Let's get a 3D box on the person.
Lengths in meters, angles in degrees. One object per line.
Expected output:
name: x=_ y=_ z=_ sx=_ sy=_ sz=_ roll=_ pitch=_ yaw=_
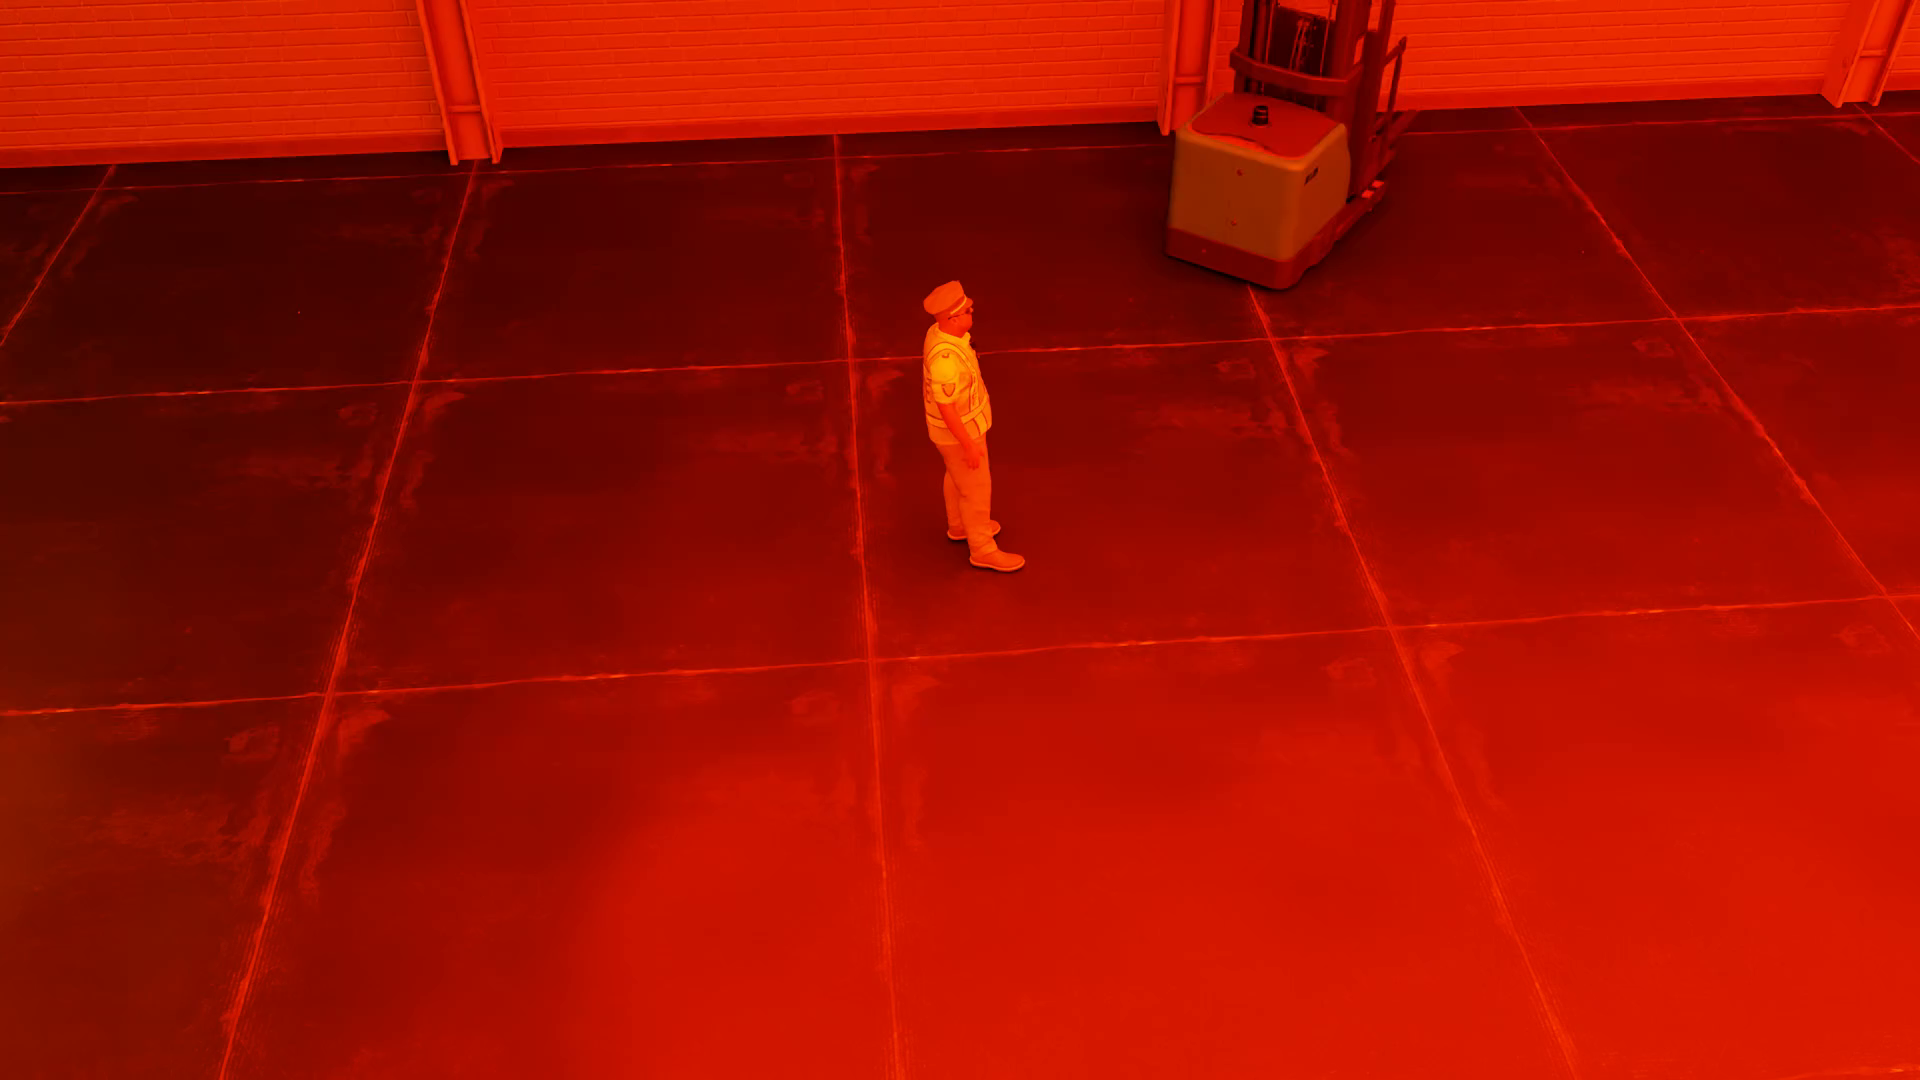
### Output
person: x=0.078 y=-0.678 z=9.606 sx=0.575 sy=1.778 sz=0.640 roll=-3 pitch=41 yaw=-4

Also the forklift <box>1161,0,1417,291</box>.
forklift: x=2.763 y=-3.870 z=12.463 sx=1.130 sy=2.935 sz=3.031 roll=23 pitch=46 yaw=25
